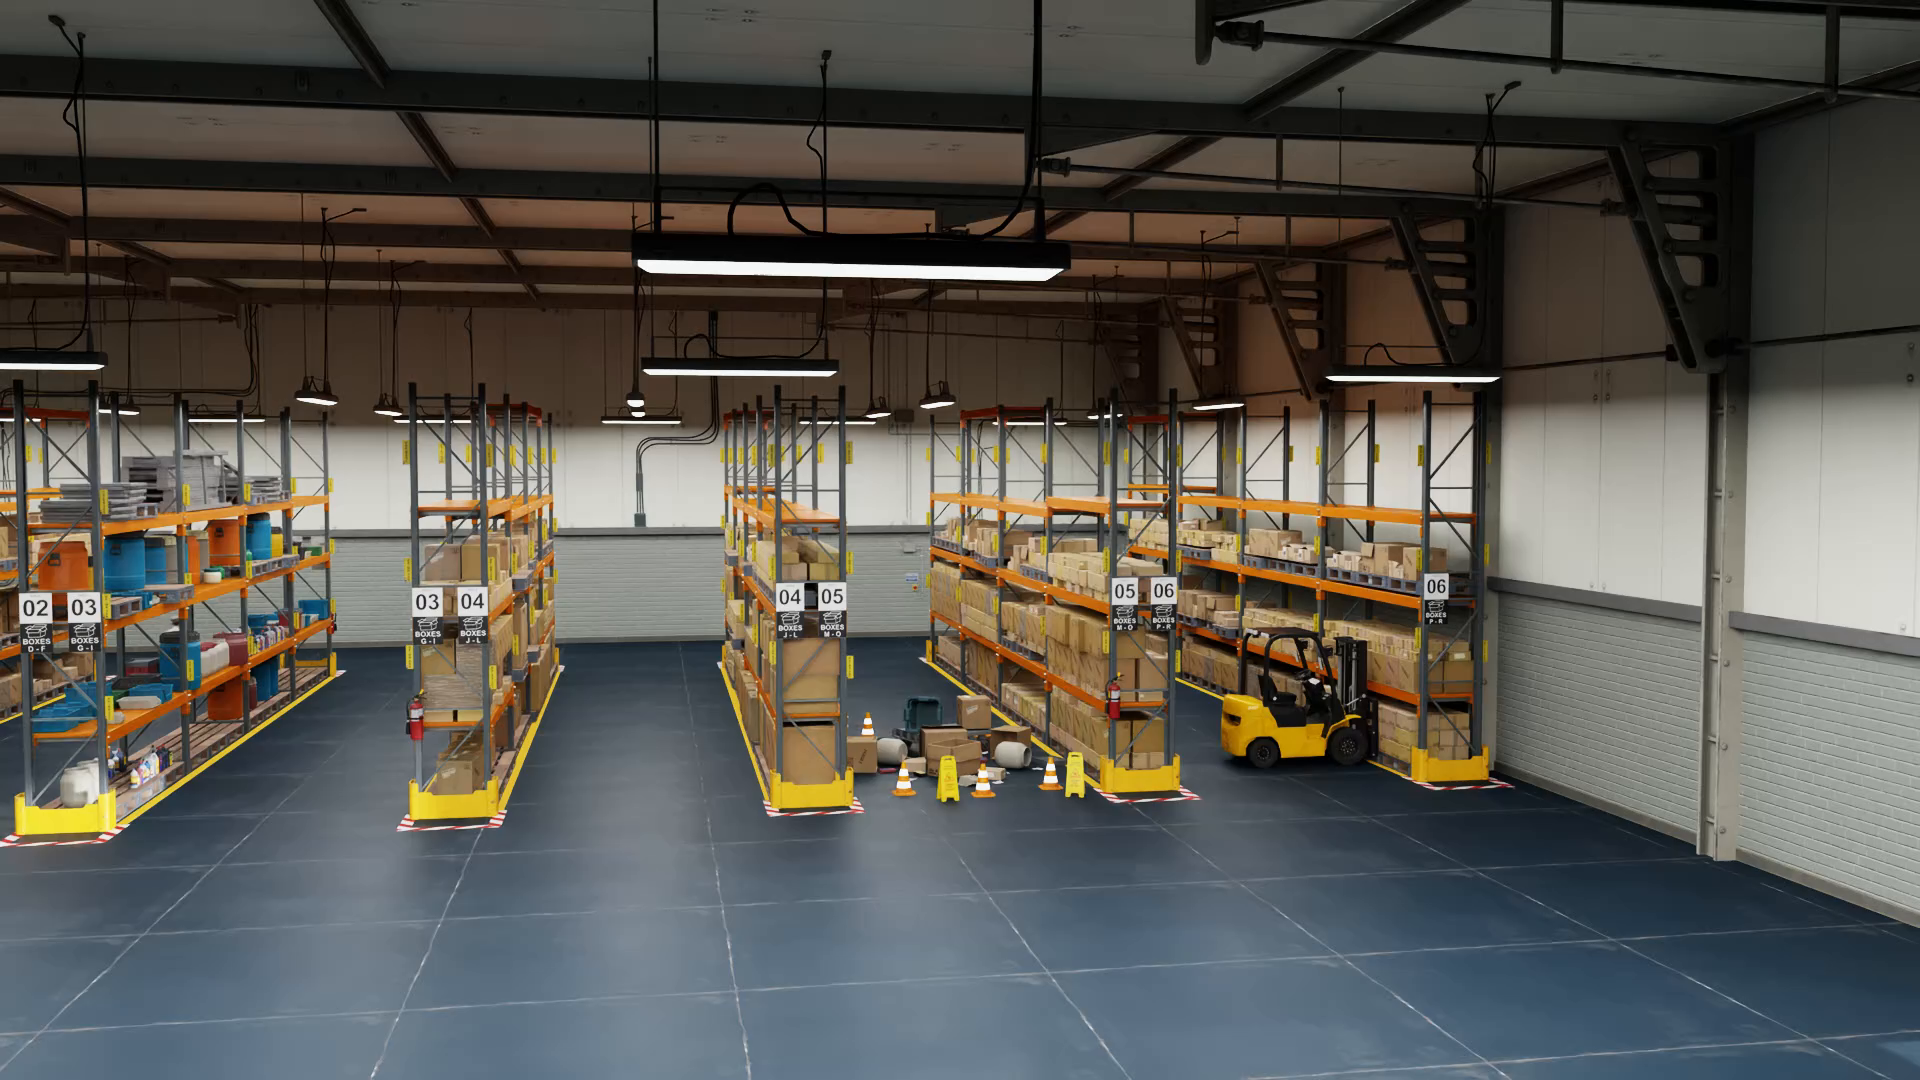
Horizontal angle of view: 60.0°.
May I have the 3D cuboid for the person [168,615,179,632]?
[{"bbox_3d":[-16.368,2.396,34.761,0.489,1.673,0.504,0,3,4],"label":"person"}]
